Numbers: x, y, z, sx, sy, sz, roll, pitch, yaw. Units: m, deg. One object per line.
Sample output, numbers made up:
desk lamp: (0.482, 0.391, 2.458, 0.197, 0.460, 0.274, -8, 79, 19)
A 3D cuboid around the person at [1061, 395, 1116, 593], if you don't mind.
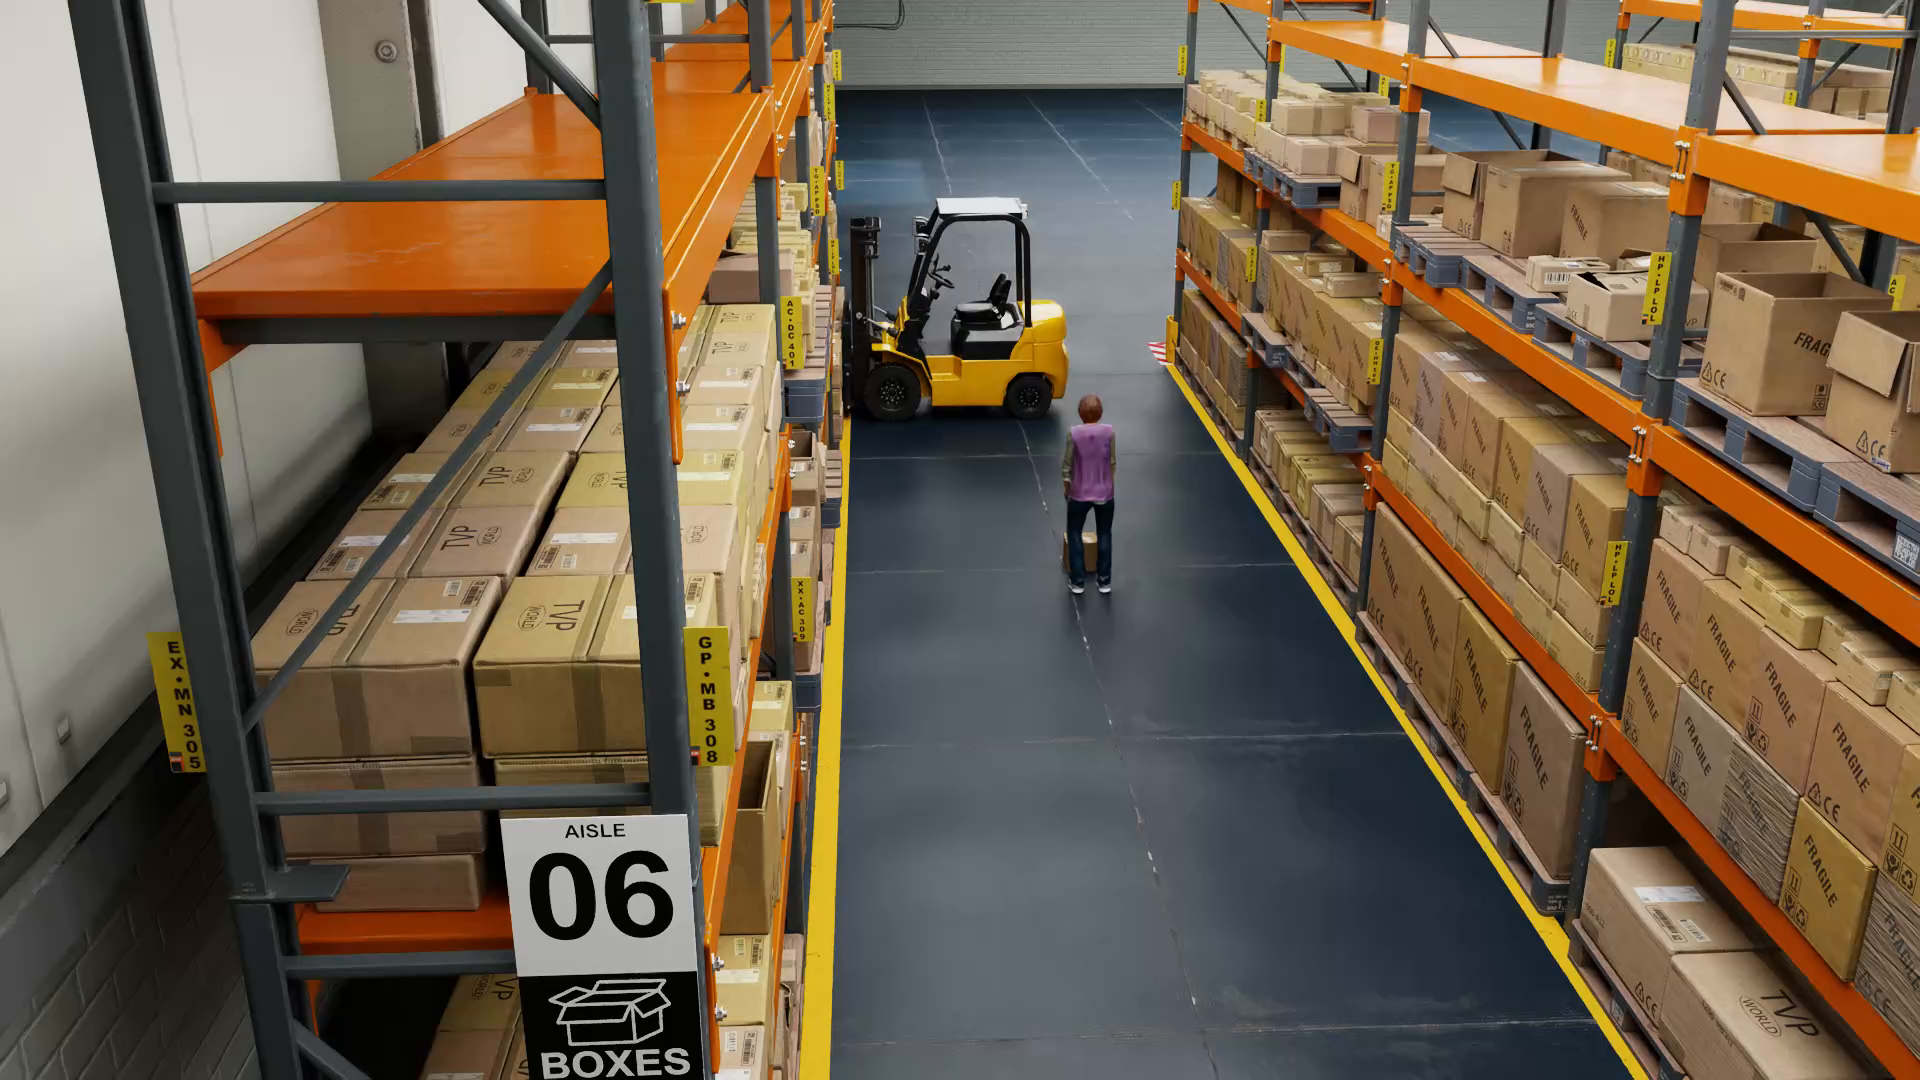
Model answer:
person: (0.991, -0.334, 12.855, 0.423, 1.549, 0.368, -1, 21, -2)
